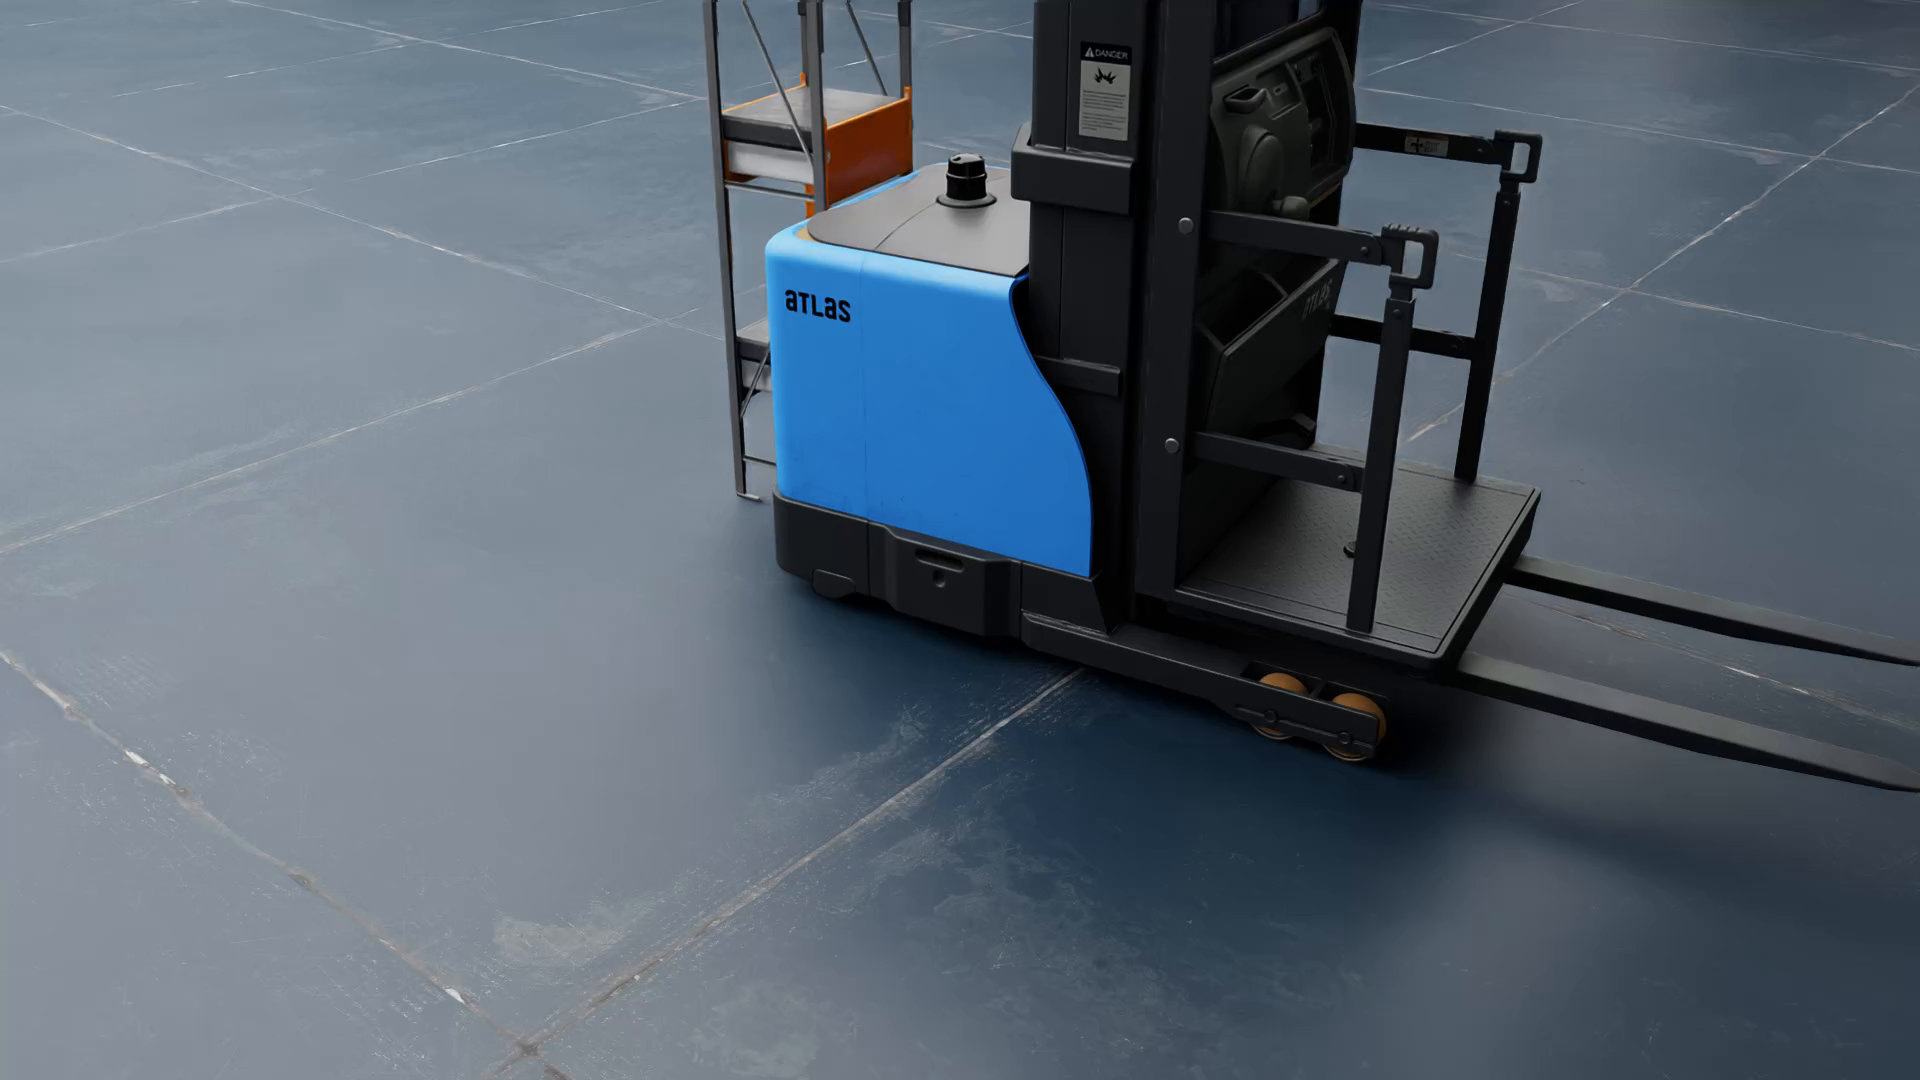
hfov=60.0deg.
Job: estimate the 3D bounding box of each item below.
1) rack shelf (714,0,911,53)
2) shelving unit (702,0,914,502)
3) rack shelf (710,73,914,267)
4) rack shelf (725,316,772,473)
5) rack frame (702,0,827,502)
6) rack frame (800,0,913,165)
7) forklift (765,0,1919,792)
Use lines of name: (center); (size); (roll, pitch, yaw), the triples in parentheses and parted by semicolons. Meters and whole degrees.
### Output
rack shelf: (-0.447, -1.743, 4.841); (0.431, 0.518, 0.480); (15, 31, 26)
shelving unit: (-0.447, -1.134, 5.157); (0.431, 2.100, 0.503); (15, 31, 26)
rack shelf: (-0.447, -1.122, 5.163); (0.431, 0.518, 0.480); (15, 31, 26)
rack shelf: (-0.447, -0.500, 5.484); (0.431, 0.518, 0.480); (15, 31, 26)
rack frame: (-0.568, -1.036, 4.968); (0.400, 2.100, 0.015); (15, 31, 26)
rack frame: (-0.326, -1.231, 5.345); (0.400, 2.100, 0.015); (15, 31, 26)
forklift: (0.987, -1.026, 4.043); (3.031, 2.935, 1.130); (15, 31, 26)
